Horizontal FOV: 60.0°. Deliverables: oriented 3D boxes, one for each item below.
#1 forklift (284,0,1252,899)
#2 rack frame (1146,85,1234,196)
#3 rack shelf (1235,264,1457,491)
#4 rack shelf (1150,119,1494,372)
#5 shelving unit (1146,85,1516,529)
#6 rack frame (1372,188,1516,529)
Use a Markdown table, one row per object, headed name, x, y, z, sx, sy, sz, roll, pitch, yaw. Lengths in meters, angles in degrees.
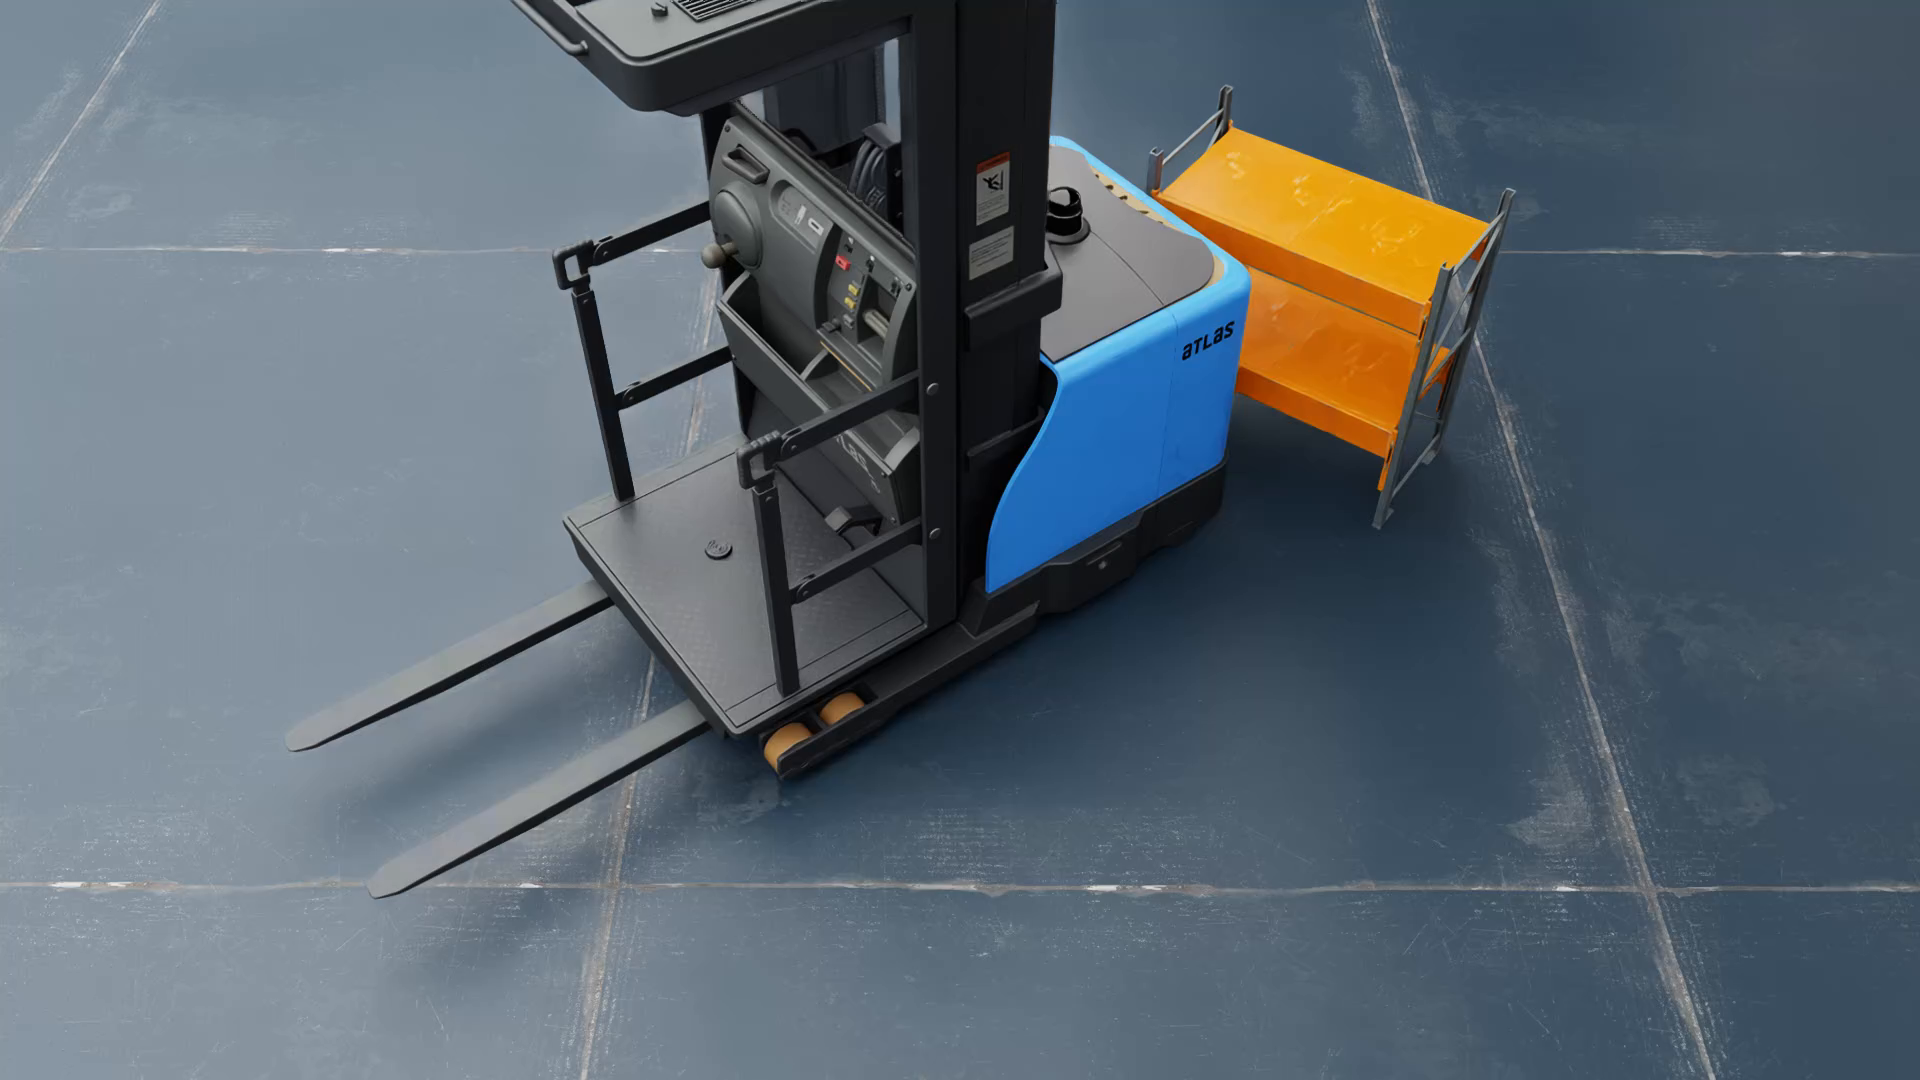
| name | x | y | z | sx | sy | sz | roll | pitch | yaw |
| --- | --- | --- | --- | --- | --- | --- | --- | --- | --- |
| forklift | -0.580 | -0.722 | 4.420 | 3.031 | 2.935 | 1.130 | -28 | 53 | -24 |
| rack frame | 0.771 | -1.012 | 5.923 | 0.032 | 1.125 | 0.500 | 28 | 53 | 24 |
| rack shelf | 1.183 | -0.627 | 5.899 | 1.000 | 0.278 | 0.538 | 28 | 53 | 24 |
| rack shelf | 1.183 | -0.993 | 5.506 | 1.000 | 0.278 | 0.538 | 28 | 53 | 24 |
| shelving unit | 1.183 | -0.793 | 5.720 | 1.048 | 1.125 | 0.538 | 28 | 53 | 24 |
| rack frame | 1.594 | -0.575 | 5.517 | 0.032 | 1.125 | 0.500 | 28 | 53 | 24 |
